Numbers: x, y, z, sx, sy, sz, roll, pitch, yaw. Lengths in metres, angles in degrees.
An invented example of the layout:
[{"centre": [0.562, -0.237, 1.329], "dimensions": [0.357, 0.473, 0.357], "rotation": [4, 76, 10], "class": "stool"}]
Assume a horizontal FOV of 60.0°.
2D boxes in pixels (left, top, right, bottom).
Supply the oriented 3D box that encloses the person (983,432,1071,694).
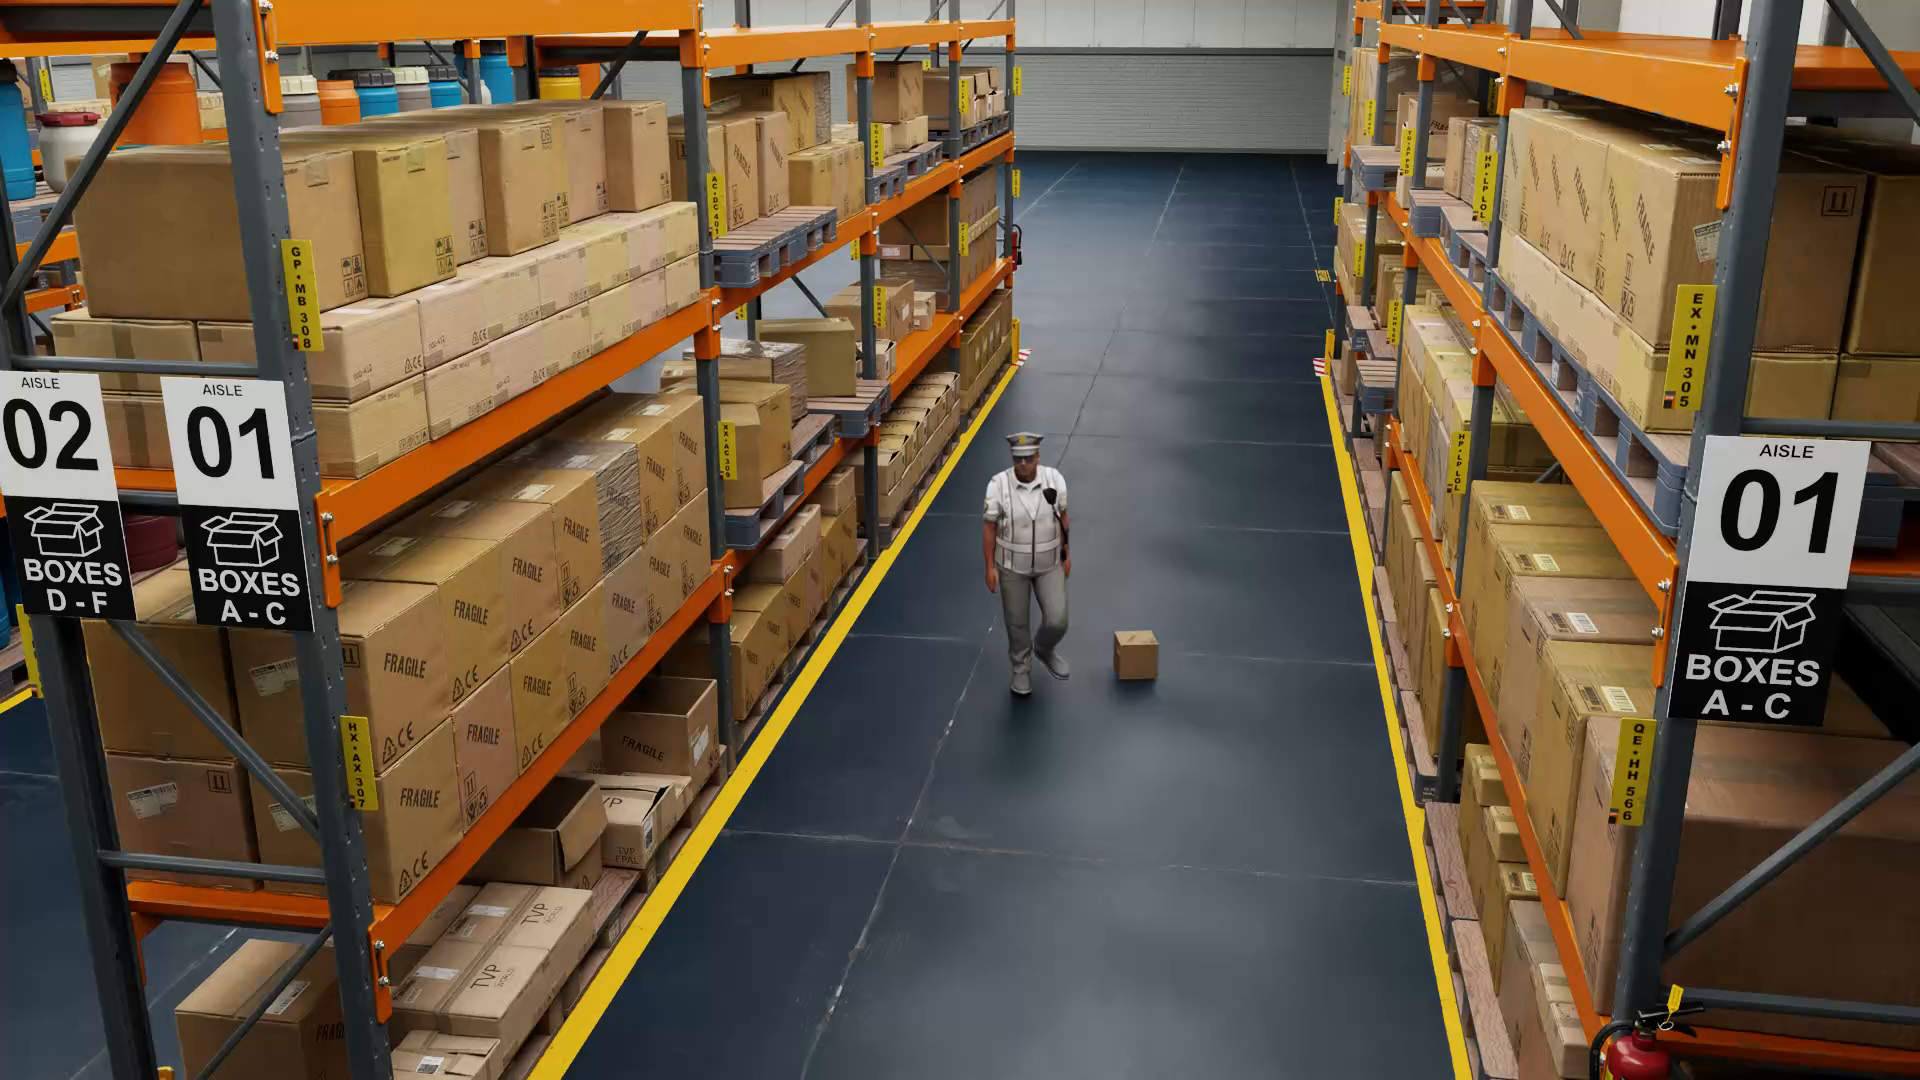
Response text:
[{"centre": [0.436, 0.135, 10.563], "dimensions": [0.591, 1.752, 0.484], "rotation": [-1, 18, -4], "class": "person"}]
